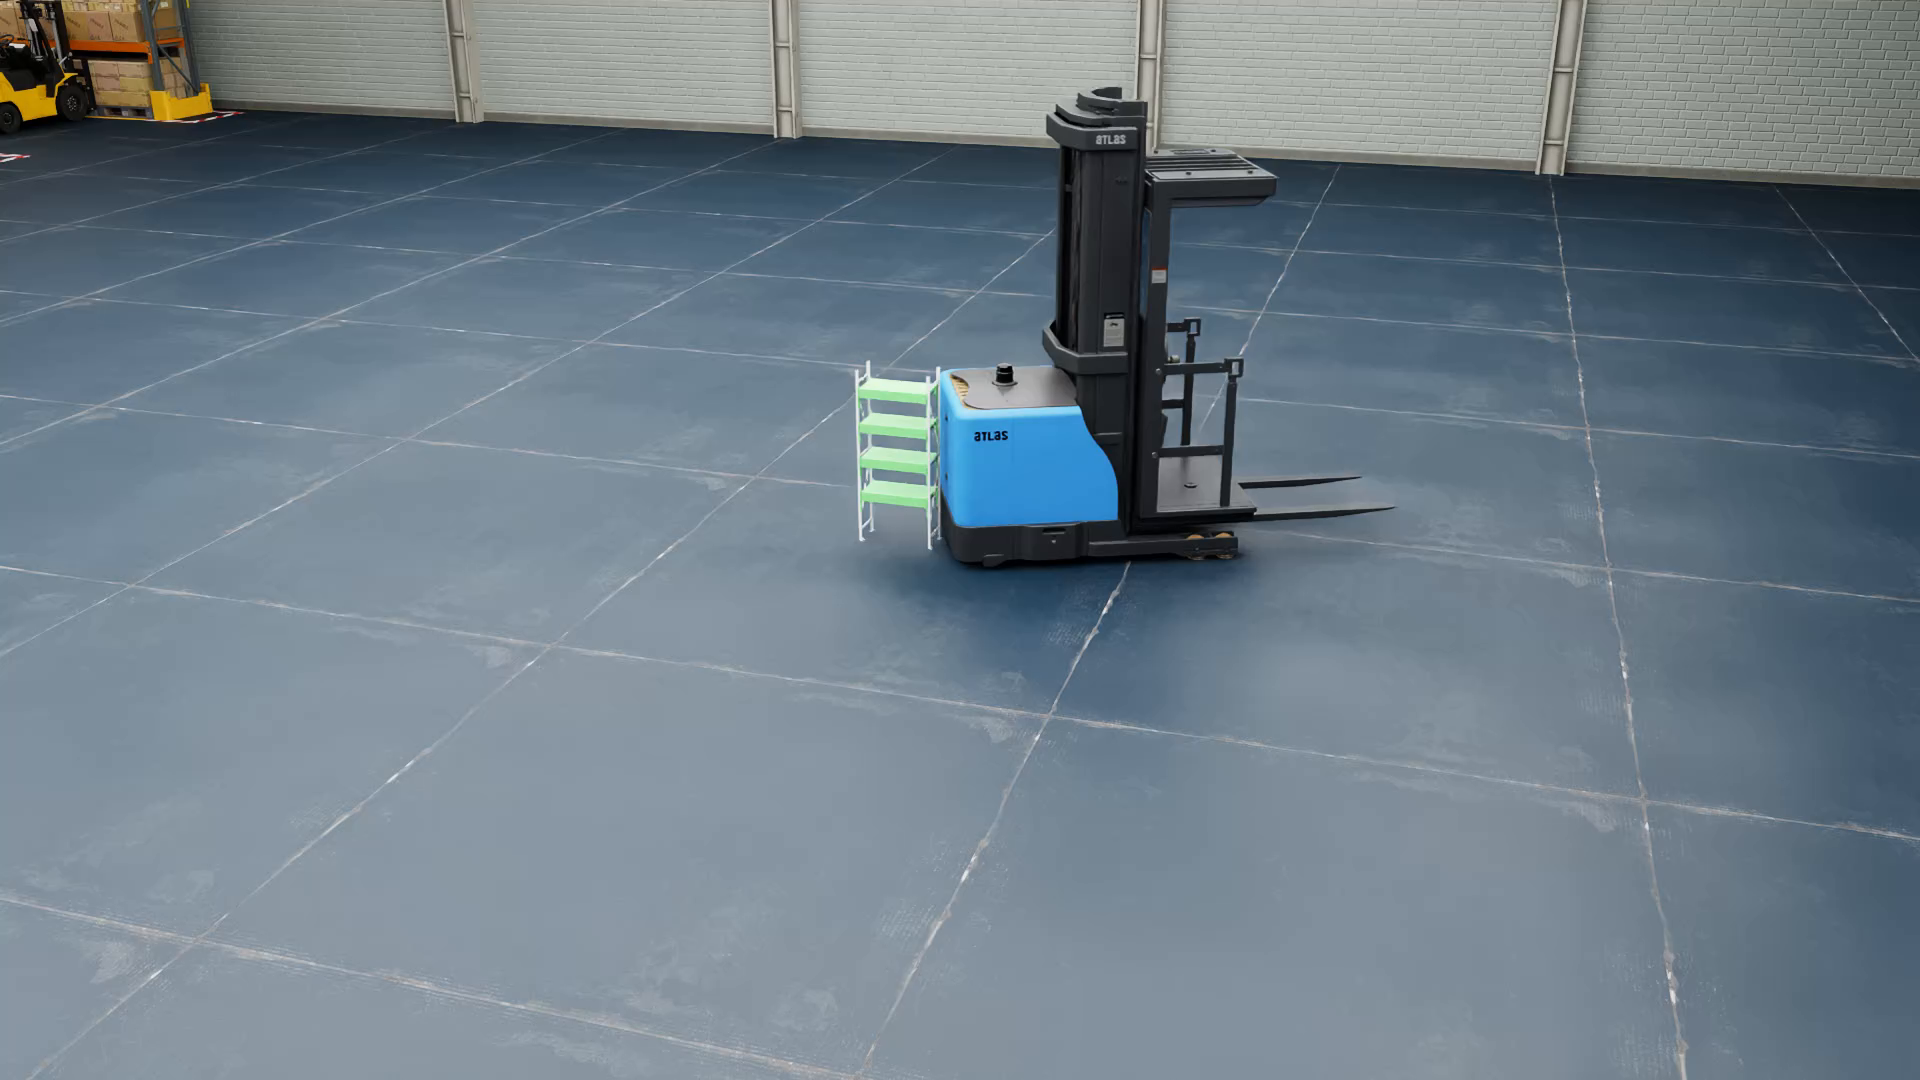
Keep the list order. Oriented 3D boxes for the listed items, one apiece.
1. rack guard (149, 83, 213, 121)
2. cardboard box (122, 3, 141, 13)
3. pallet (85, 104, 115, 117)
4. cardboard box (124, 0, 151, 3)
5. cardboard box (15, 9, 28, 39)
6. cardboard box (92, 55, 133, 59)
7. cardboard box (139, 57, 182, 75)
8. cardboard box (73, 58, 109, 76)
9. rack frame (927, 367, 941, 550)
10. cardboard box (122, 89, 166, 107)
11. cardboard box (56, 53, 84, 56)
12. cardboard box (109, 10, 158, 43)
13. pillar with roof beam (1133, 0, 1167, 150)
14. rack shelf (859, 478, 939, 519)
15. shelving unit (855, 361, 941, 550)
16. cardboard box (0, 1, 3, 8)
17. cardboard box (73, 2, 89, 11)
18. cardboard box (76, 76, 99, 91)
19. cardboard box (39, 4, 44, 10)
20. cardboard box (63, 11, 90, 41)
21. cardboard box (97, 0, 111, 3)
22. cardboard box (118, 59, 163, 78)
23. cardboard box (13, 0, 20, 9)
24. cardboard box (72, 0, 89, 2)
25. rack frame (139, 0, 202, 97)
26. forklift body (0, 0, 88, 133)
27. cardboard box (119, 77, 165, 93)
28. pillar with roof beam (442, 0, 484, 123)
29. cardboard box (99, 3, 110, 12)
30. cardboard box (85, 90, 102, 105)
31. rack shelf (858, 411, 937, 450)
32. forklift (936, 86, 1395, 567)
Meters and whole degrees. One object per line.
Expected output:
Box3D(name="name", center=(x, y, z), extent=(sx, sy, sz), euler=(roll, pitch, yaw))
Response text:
Box3D(name="rack guard", center=(-13.906, -7.835, 29.711), extent=(0.348, 0.500, 1.175), euler=(7, 23, 16))
Box3D(name="cardboard box", center=(-14.342, -9.276, 28.946), extent=(0.250, 0.149, 0.380), euler=(7, 23, 16))
Box3D(name="pallet", center=(-15.837, -7.907, 30.267), extent=(1.213, 0.211, 1.003), euler=(7, 23, 15))
Box3D(name="cardboard box", center=(-14.333, -9.440, 28.954), extent=(0.250, 0.149, 0.380), euler=(7, 23, 16))
Box3D(name="cardboard box", center=(-16.420, -9.229, 29.684), extent=(0.500, 0.500, 0.500), euler=(6, 23, 15))
Box3D(name="cardboard box", center=(-15.289, -8.612, 30.065), extent=(0.500, 0.250, 0.500), euler=(6, 23, 15))
Box3D(name="cardboard box", center=(-14.334, -8.500, 29.792), extent=(0.500, 0.250, 0.500), euler=(6, 23, 15))
Box3D(name="cardboard box", center=(-15.436, -8.421, 29.600), extent=(0.500, 0.250, 0.500), euler=(7, 23, 16))
Box3D(name="rack frame", center=(-0.172, -0.533, 10.989), extent=(0.015, 1.200, 0.240), euler=(7, 23, 16))
Box3D(name="cardboard box", center=(-14.470, -7.853, 29.531), extent=(0.500, 0.250, 0.500), euler=(7, 23, 16))
Box3D(name="cardboard box", center=(-16.261, -8.723, 30.335), extent=(0.500, 0.250, 0.500), euler=(7, 23, 16))
Box3D(name="cardboard box", center=(-14.476, -8.999, 29.123), extent=(0.500, 0.500, 0.500), euler=(6, 23, 14))
Box3D(name="pillar with roof beam", center=(1.654, -8.636, 20.465), extent=(0.400, 9.000, 9.100), euler=(7, 23, 16))
Box3D(name="rack shelf", center=(-0.405, -0.279, 11.171), extent=(0.480, 0.148, 0.258), euler=(7, 23, 16))
Box3D(name="shelving unit", center=(-0.405, -0.560, 11.055), extent=(0.503, 1.200, 0.258), euler=(7, 23, 16))
Box3D(name="cardboard box", center=(-17.023, -9.602, 29.739), extent=(0.250, 0.149, 0.380), euler=(6, 23, 15))
Box3D(name="cardboard box", center=(-15.329, -9.388, 29.217), extent=(0.250, 0.149, 0.380), euler=(6, 23, 14))
Box3D(name="cardboard box", center=(-15.462, -8.195, 29.707), extent=(0.500, 0.250, 0.500), euler=(6, 23, 14))
Box3D(name="cardboard box", center=(-16.054, -9.471, 29.421), extent=(0.250, 0.149, 0.380), euler=(6, 23, 14))
Box3D(name="cardboard box", center=(-15.460, -9.115, 29.407), extent=(0.500, 0.500, 0.500), euler=(6, 23, 14))
Box3D(name="cardboard box", center=(-14.836, -9.475, 29.038), extent=(0.250, 0.149, 0.380), euler=(7, 23, 17))
Box3D(name="cardboard box", center=(-14.460, -8.316, 29.342), extent=(0.500, 0.250, 0.500), euler=(7, 23, 17))
Box3D(name="cardboard box", center=(-16.558, -9.519, 29.536), extent=(0.250, 0.149, 0.380), euler=(6, 23, 15))
Box3D(name="cardboard box", center=(-15.334, -9.518, 29.142), extent=(0.250, 0.149, 0.380), euler=(7, 23, 17))
Box3D(name="rack frame", center=(-13.929, -8.994, 29.243), extent=(0.127, 3.000, 1.000), euler=(7, 23, 16))
Box3D(name="forklift body", center=(-16.271, -8.146, 28.295), extent=(1.214, 2.155, 2.313), euler=(7, 23, 16))
Box3D(name="cardboard box", center=(-14.485, -8.087, 29.444), extent=(0.500, 0.250, 0.500), euler=(6, 23, 15))
Box3D(name="pillar with roof beam", center=(-9.834, -9.951, 23.672), extent=(0.400, 9.000, 9.100), euler=(7, 23, 16))
Box3D(name="cardboard box", center=(-14.826, -9.344, 29.111), extent=(0.250, 0.149, 0.380), euler=(7, 23, 17))
Box3D(name="cardboard box", center=(-15.420, -7.969, 29.814), extent=(0.500, 0.250, 0.500), euler=(7, 23, 16))
Box3D(name="rack shelf", center=(-0.405, -0.723, 10.988), extent=(0.480, 0.148, 0.258), euler=(7, 23, 16))
Box3D(name="forklift", center=(1.396, -1.418, 10.864), extent=(3.031, 2.935, 1.130), euler=(-3, 22, -7))
